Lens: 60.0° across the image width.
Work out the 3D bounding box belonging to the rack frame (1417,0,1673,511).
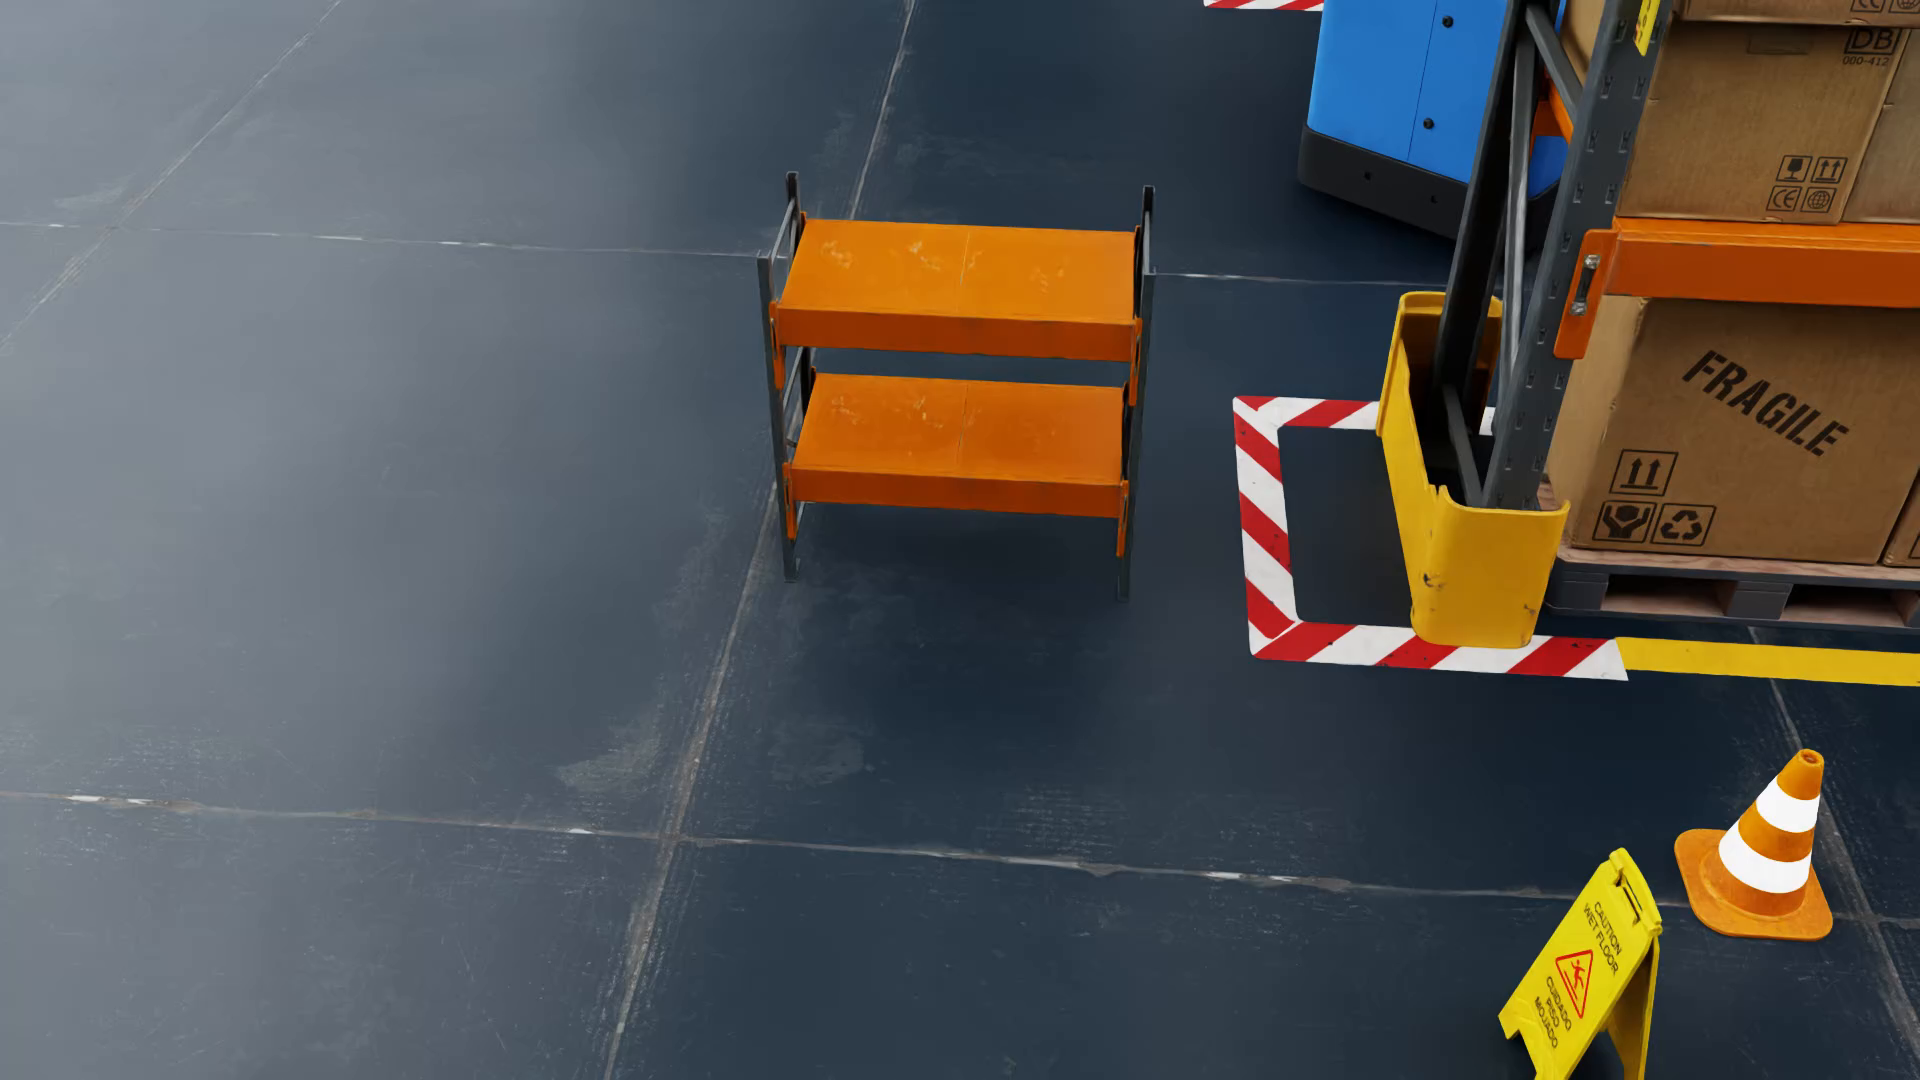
[{"bbox_3d":[1.583,-1.217,4.369,0.127,3.000,1.000,3,39,4],"label":"rack frame"}]

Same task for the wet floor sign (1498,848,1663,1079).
[{"bbox_3d":[1.383,0.940,3.584,0.232,0.644,0.267,-3,39,-4],"label":"wet floor sign"}]

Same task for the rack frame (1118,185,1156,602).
[{"bbox_3d":[0.513,-0.408,4.860,0.032,1.125,0.500,3,39,4],"label":"rack frame"}]

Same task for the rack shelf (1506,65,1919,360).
[{"bbox_3d":[3.575,-0.829,4.462,4.000,0.370,1.077,3,39,4],"label":"rack shelf"}]

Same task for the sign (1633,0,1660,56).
[{"bbox_3d":[1.529,-1.235,3.642,0.005,0.325,0.100,3,39,4],"label":"sign"}]

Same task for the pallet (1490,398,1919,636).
[{"bbox_3d":[2.386,-0.141,5.256,1.213,0.211,1.003,3,39,4],"label":"pallet"}]

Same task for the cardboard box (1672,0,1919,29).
[{"bbox_3d":[1.949,-1.649,3.926,0.550,0.550,0.875,3,39,4],"label":"cardboard box"}]

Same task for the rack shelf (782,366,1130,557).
[{"bbox_3d":[0.007,-0.246,5.049,1.000,0.278,0.538,3,39,4],"label":"rack shelf"}]

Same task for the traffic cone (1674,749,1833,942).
[{"bbox_3d":[1.989,0.689,4.037,0.334,0.463,0.336,3,39,4],"label":"traffic cone"}]

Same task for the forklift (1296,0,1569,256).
[{"bbox_3d":[2.774,-3.095,6.731,1.130,2.935,3.031,29,48,31],"label":"forklift"}]

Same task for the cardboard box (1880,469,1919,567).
[{"bbox_3d":[3.141,-0.514,4.855,0.875,0.875,0.875,3,39,3],"label":"cardboard box"}]

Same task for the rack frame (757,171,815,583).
[{"bbox_3d":[-0.500,-0.464,4.928,0.032,1.125,0.500,3,39,4],"label":"rack frame"}]

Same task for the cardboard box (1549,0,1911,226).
[{"bbox_3d":[1.956,-1.283,4.332,0.550,0.550,0.875,3,39,4],"label":"cardboard box"}]

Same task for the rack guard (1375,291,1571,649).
[{"bbox_3d":[1.559,-0.249,5.159,0.348,0.500,1.175,3,39,4],"label":"rack guard"}]

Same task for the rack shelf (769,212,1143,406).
[{"bbox_3d":[0.007,-0.663,4.710,1.000,0.278,0.538,3,39,4],"label":"rack shelf"}]

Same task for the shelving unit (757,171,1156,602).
[{"bbox_3d":[0.007,-0.436,4.894,1.048,1.125,0.538,3,39,4],"label":"shelving unit"}]

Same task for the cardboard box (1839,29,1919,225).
[{"bbox_3d":[2.506,-1.267,4.312,0.550,0.550,0.875,3,39,4],"label":"cardboard box"}]

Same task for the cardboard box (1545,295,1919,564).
[{"bbox_3d":[2.264,-0.560,4.913,0.875,0.875,0.875,3,39,4],"label":"cardboard box"}]
